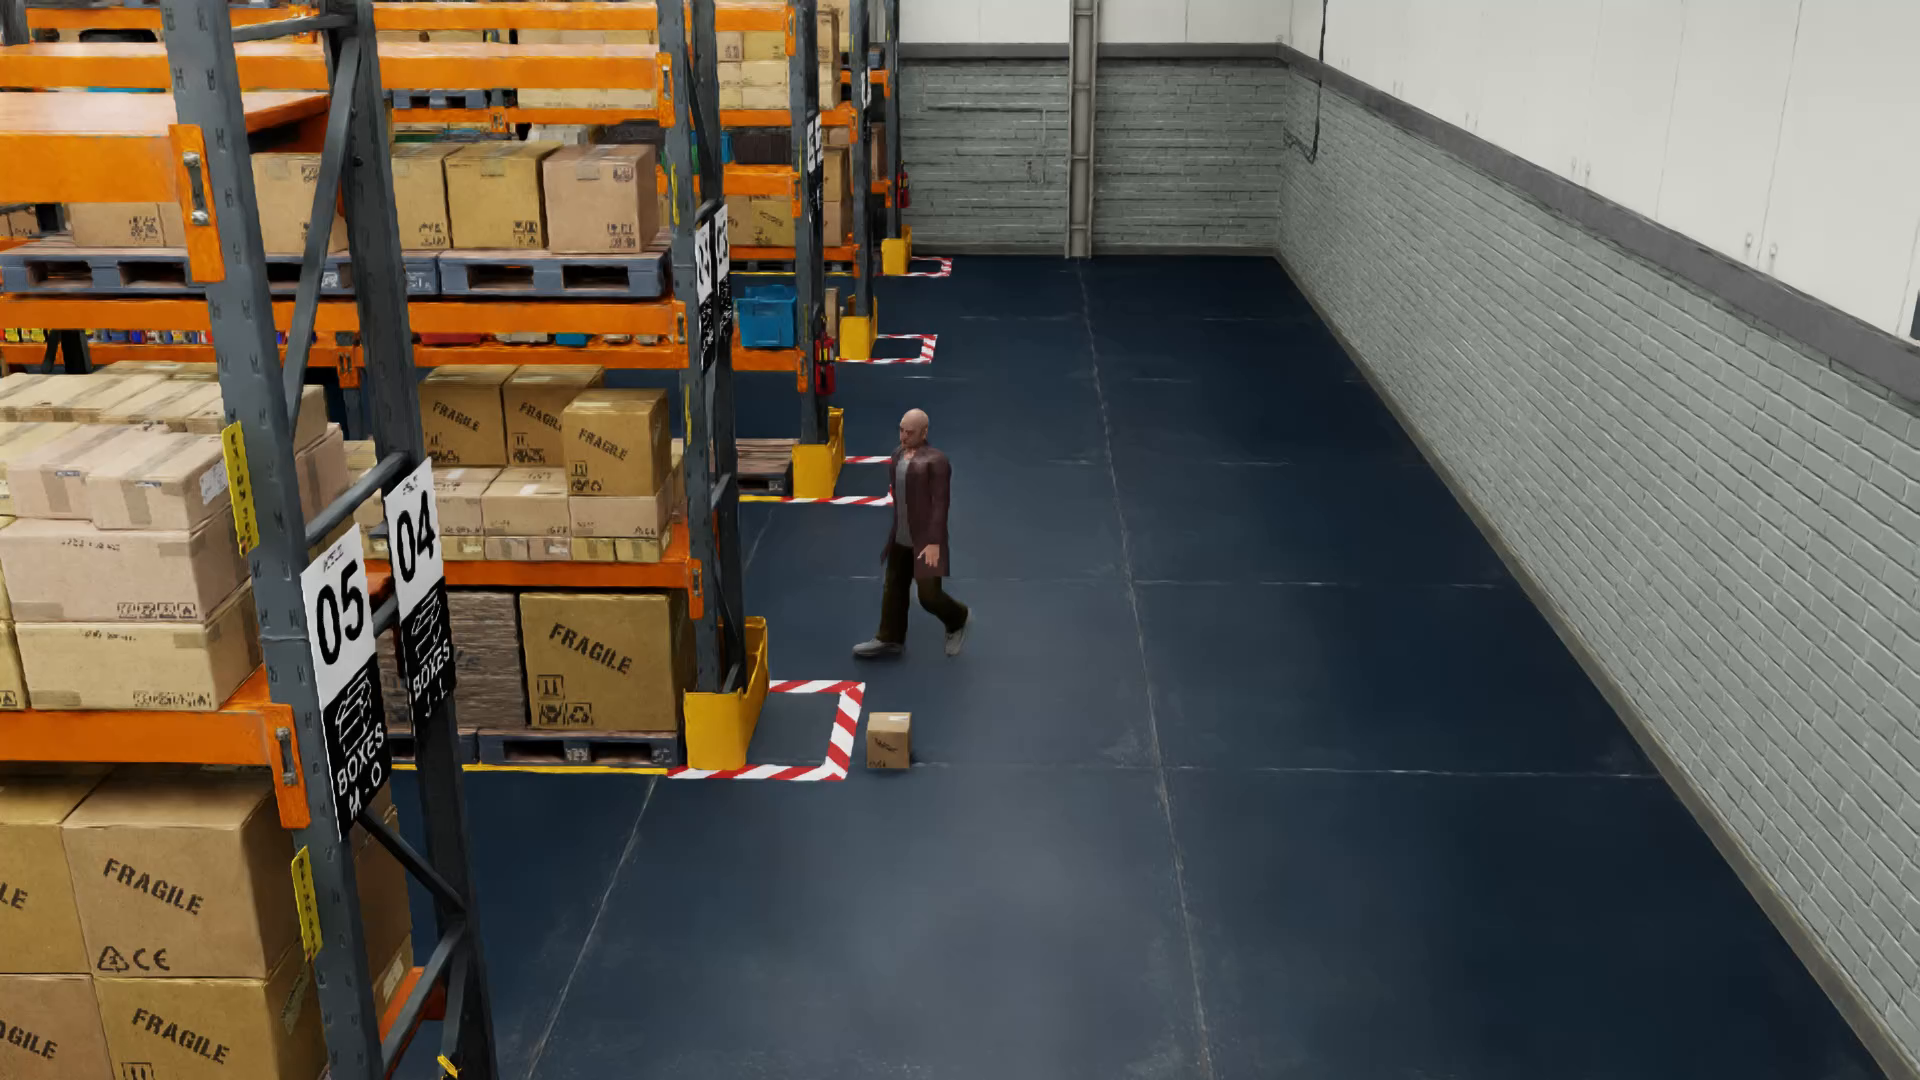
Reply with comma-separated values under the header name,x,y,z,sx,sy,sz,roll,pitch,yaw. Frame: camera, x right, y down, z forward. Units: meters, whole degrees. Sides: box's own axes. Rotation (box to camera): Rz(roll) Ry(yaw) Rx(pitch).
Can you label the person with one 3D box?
name,x,y,z,sx,sy,sz,roll,pitch,yaw
person,-0.270,-0.032,11.131,0.679,1.771,0.700,-18,27,-40
